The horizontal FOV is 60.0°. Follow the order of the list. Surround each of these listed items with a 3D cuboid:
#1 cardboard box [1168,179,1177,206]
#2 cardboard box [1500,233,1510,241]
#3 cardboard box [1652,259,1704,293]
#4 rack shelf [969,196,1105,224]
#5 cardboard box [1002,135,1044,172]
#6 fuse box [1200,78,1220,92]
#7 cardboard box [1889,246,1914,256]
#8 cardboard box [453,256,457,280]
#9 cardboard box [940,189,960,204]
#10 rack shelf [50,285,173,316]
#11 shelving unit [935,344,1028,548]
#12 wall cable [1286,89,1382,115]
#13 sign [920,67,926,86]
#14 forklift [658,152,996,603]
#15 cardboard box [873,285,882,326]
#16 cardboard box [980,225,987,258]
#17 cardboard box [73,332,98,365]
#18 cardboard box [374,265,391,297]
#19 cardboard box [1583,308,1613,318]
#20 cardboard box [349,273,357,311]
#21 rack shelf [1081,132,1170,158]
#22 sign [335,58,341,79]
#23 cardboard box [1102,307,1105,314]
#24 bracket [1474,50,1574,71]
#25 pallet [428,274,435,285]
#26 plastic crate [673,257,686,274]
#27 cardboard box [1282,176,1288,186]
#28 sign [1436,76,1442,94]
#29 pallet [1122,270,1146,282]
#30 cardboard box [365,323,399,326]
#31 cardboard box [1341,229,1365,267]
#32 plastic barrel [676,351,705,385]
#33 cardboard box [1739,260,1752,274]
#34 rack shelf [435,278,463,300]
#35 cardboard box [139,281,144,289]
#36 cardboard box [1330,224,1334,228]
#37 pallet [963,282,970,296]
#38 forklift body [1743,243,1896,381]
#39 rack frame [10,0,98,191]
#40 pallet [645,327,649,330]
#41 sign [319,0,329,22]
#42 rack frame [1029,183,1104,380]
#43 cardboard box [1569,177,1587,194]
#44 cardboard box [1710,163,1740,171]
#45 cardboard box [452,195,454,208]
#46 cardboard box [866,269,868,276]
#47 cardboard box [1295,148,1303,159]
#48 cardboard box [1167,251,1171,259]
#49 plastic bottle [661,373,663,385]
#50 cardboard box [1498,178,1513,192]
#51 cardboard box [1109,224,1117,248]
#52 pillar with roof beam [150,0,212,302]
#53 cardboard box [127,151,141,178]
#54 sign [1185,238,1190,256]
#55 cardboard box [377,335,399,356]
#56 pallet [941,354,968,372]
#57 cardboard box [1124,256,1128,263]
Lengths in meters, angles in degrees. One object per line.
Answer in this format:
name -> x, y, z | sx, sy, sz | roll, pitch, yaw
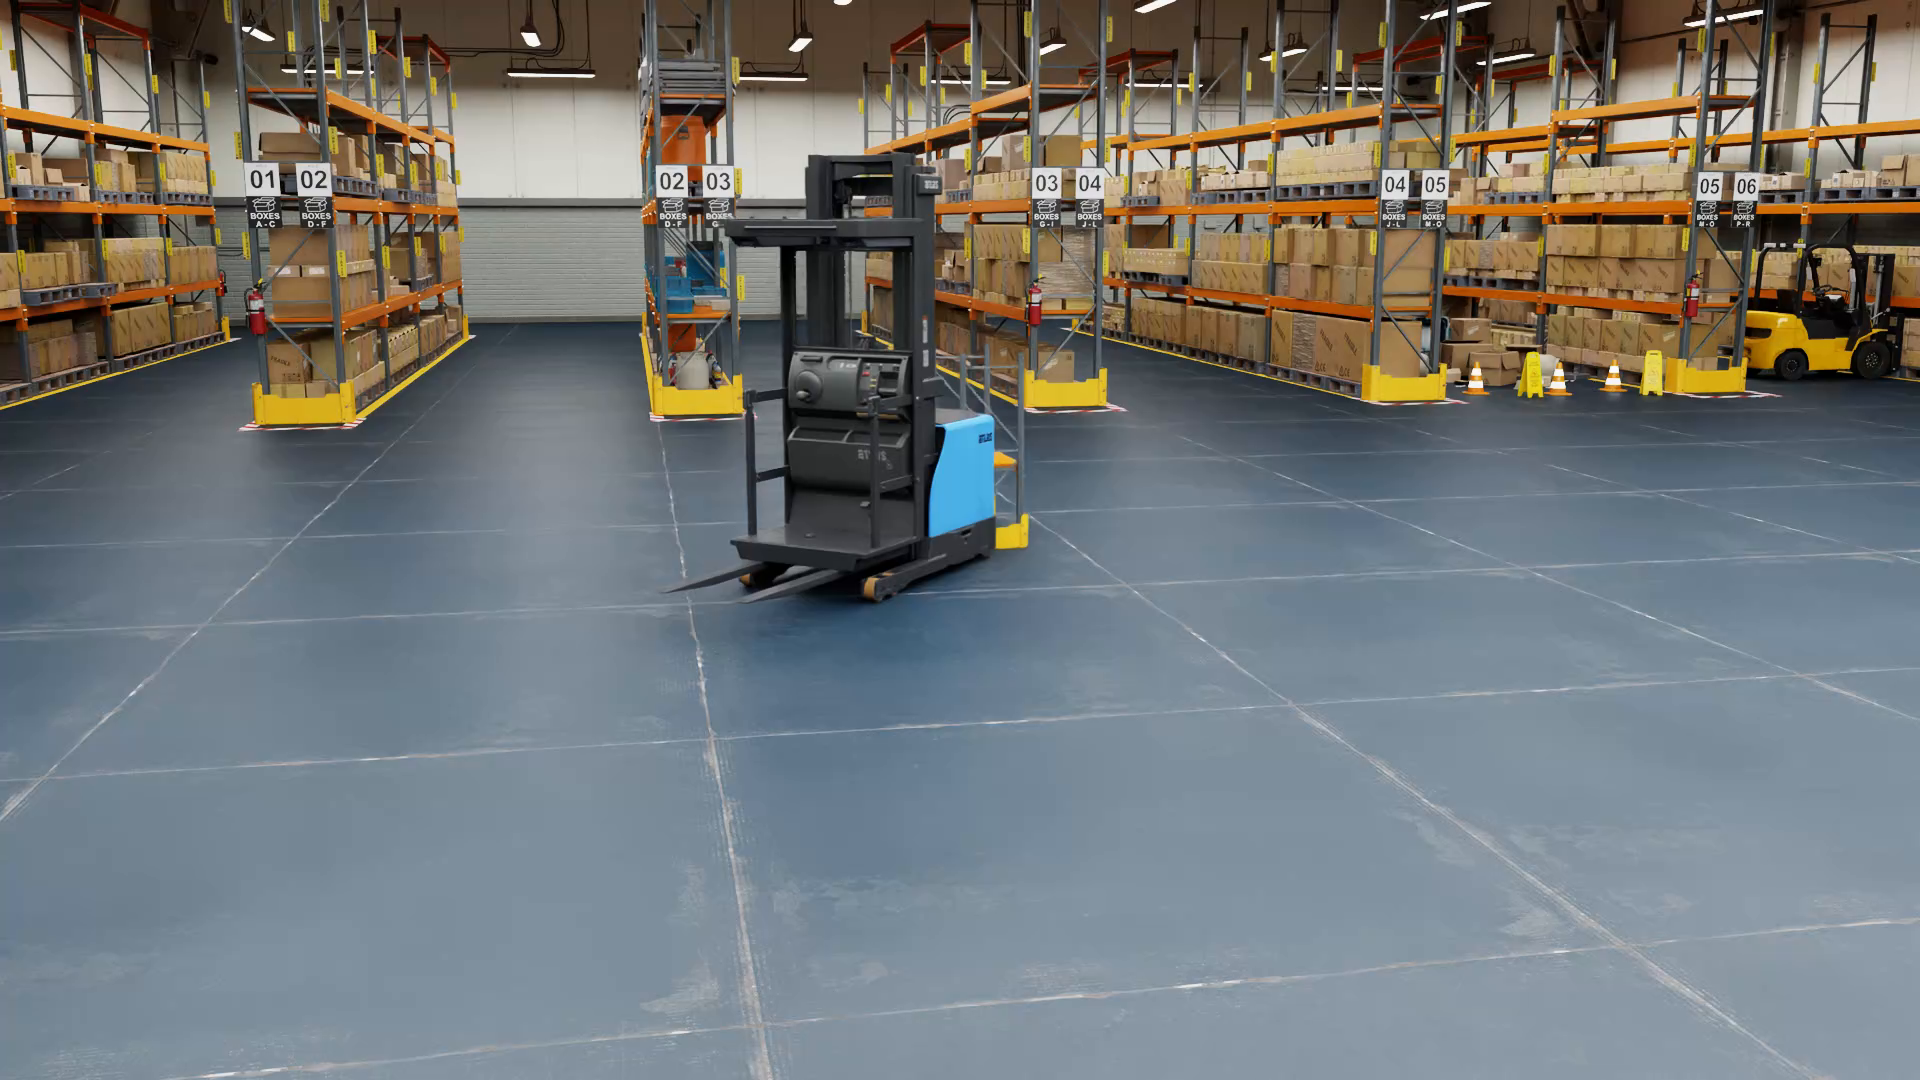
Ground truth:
cardboard box -> 4.304, -6.667, 31.910 | 0.500, 0.500, 0.500 | -2, 11, -11
cardboard box -> 9.853, -5.394, 29.593 | 0.380, 0.149, 0.250 | -3, 11, -13
cardboard box -> 10.790, -3.973, 24.986 | 0.500, 0.500, 0.500 | -2, 11, -12
rack shelf -> 1.056, -4.815, 24.373 | 1.077, 0.370, 4.000 | -2, 11, -11
cardboard box -> 0.896, -5.517, 23.740 | 0.500, 0.500, 0.500 | -2, 11, -11
fuse box -> 6.691, -12.161, 44.465 | 0.513, 0.334, 0.176 | -2, 11, -11
cardboard box -> 15.454, -4.723, 27.189 | 0.380, 0.149, 0.250 | -2, 11, -10
cardboard box -> -10.834, -5.693, 34.818 | 0.500, 0.500, 0.500 | -2, 11, -11
cardboard box -> -0.060, -5.912, 28.612 | 0.500, 0.250, 0.500 | -2, 11, -10
rack shelf -> -15.076, -4.268, 29.524 | 1.077, 0.370, 4.000 | -2, 11, -11
shelving unit -> 0.119, -0.769, 13.226 | 0.587, 1.500, 1.083 | -3, 11, -14
wall cable -> 10.149, -10.743, 45.470 | 2.988, 3.039, 0.133 | -2, 11, -11
sign -> -0.654, -8.258, 29.596 | 0.100, 0.325, 0.005 | -2, 11, -11
forklift -> -0.871, -1.123, 11.257 | 1.130, 2.935, 3.031 | 6, 12, 28
cardboard box -> -1.464, -5.311, 37.635 | 0.875, 0.875, 0.875 | -2, 11, -11
cardboard box -> 0.604, -4.565, 25.419 | 0.500, 0.500, 0.500 | -2, 11, -11
cardboard box -> -14.496, -3.113, 27.038 | 0.700, 0.500, 0.500 | -2, 11, -10
cardboard box -> -9.486, -4.178, 26.856 | 0.500, 0.500, 0.500 | -3, 11, -14
cardboard box -> 10.360, -3.678, 26.989 | 0.380, 0.149, 0.250 | -1, 11, -8
cardboard box -> -8.655, -3.388, 22.704 | 0.700, 0.500, 0.500 | -2, 11, -9
rack shelf -> 3.607, -8.650, 36.507 | 1.077, 0.370, 4.000 | -2, 11, -11
sign -> -10.359, -7.859, 27.710 | 0.100, 0.325, 0.005 | -2, 11, -11
cardboard box -> 3.346, -5.081, 36.780 | 0.380, 0.149, 0.250 | -3, 11, -13
bracket -> 13.519, -11.482, 39.828 | 0.076, 0.066, 4.783 | -2, 11, -11
pallet -> -10.558, -4.925, 31.561 | 1.003, 0.211, 1.213 | -2, 11, -11
plastic crate -> -5.675, -5.583, 34.173 | 0.402, 0.464, 0.583 | -2, 11, -11
cardboard box -> 5.342, -5.702, 26.394 | 0.380, 0.149, 0.250 | -2, 11, -11
sign -> 9.066, -8.619, 31.489 | 0.100, 0.325, 0.005 | -2, 11, -11
pallet -> 4.002, -5.451, 34.327 | 1.003, 0.211, 1.213 | -2, 11, -11
cardboard box -> -10.241, -3.587, 29.528 | 0.500, 0.500, 0.500 | -2, 11, -9
cardboard box -> 6.098, -4.261, 24.272 | 0.875, 0.550, 0.550 | -2, 11, -11
plastic barrel -> -3.714, -2.342, 23.009 | 0.421, 0.512, 0.421 | 0, 11, 0
cardboard box -> 14.709, -5.044, 30.739 | 0.500, 0.250, 0.500 | -2, 11, -10
rack shelf -> -10.996, -5.183, 34.328 | 1.077, 0.370, 4.000 | -2, 11, -11
cardboard box -> -14.917, -4.589, 29.901 | 0.380, 0.149, 0.250 | -2, 11, -13
cardboard box -> 8.409, -6.937, 36.946 | 0.380, 0.149, 0.250 | -2, 11, -11
pallet -> 0.661, -4.113, 27.296 | 1.003, 0.211, 1.213 | -2, 11, -11
forklift body -> 13.876, -3.734, 27.063 | 2.313, 2.155, 1.214 | -2, 11, -11
rack frame -> -14.687, -7.202, 26.968 | 1.000, 3.000, 0.127 | -2, 11, -11
pallet -> -6.403, -4.560, 36.589 | 1.003, 0.211, 1.213 | -2, 11, -11
sign -> -7.727, -6.471, 20.207 | 0.100, 0.325, 0.005 | -2, 11, -11
rack frame -> 1.445, -3.328, 22.659 | 1.000, 3.000, 0.127 | -2, 11, -11
cardboard box -> 10.314, -5.783, 27.141 | 0.500, 0.250, 0.500 | -2, 11, -11
cardboard box -> 11.297, -5.503, 24.603 | 0.380, 0.149, 0.250 | -2, 11, -11
cardboard box -> -10.940, -7.126, 34.993 | 0.500, 0.250, 0.500 | -2, 11, -11
cardboard box -> -1.921, -6.062, 37.695 | 0.380, 0.149, 0.250 | -2, 11, -10
cardboard box -> 5.439, -6.002, 25.834 | 0.380, 0.149, 0.250 | -2, 11, -12
cardboard box -> 4.183, -5.452, 31.774 | 0.380, 0.149, 0.250 | -2, 11, -12
plastic bottle -> -4.200, -2.310, 23.620 | 0.097, 0.201, 0.097 | 0, 11, 0
cardboard box -> 9.941, -6.317, 29.617 | 0.500, 0.250, 0.500 | -2, 11, -10
cardboard box -> 3.534, -6.548, 35.841 | 0.500, 0.500, 0.500 | -2, 11, -13
pillar with roof beam -> -13.394, -9.290, 37.936 | 9.100, 9.000, 0.548 | -2, 11, -11
cardboard box -> -15.830, -7.132, 31.627 | 0.500, 0.500, 0.500 | -2, 11, -11
sign -> 4.244, -5.466, 31.005 | 0.100, 0.325, 0.005 | -2, 11, -11
cardboard box -> -8.979, -3.010, 25.719 | 0.500, 0.311, 0.500 | -2, 11, -12
pallet -> 0.274, -3.059, 28.703 | 1.003, 0.211, 1.213 | -2, 11, -11
cardboard box -> 3.622, -5.831, 34.562 | 0.380, 0.149, 0.250 | -2, 11, -10
